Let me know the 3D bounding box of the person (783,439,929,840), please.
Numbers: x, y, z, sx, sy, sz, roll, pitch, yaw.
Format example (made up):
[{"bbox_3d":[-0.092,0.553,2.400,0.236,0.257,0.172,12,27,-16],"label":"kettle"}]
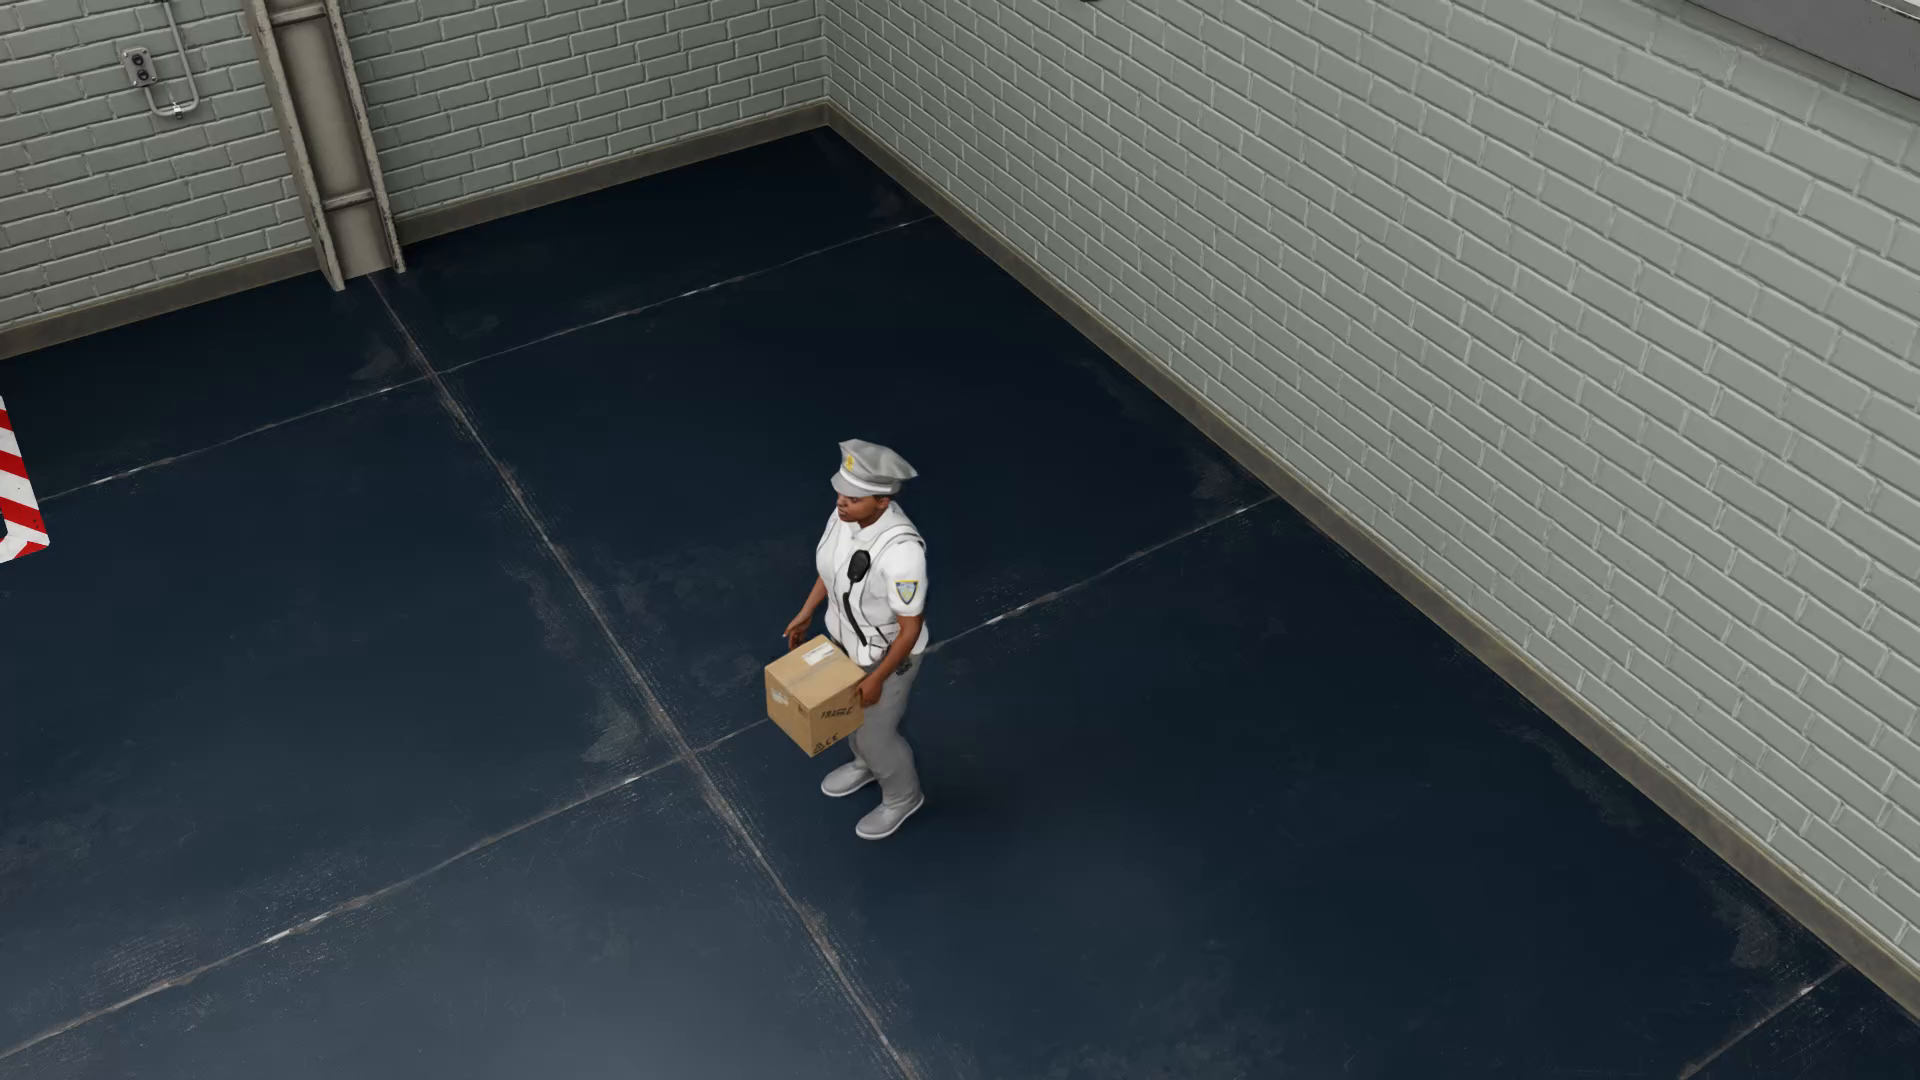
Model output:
[{"bbox_3d":[-0.331,0.366,5.718,0.428,1.701,0.527,-22,46,-23],"label":"person"}]
